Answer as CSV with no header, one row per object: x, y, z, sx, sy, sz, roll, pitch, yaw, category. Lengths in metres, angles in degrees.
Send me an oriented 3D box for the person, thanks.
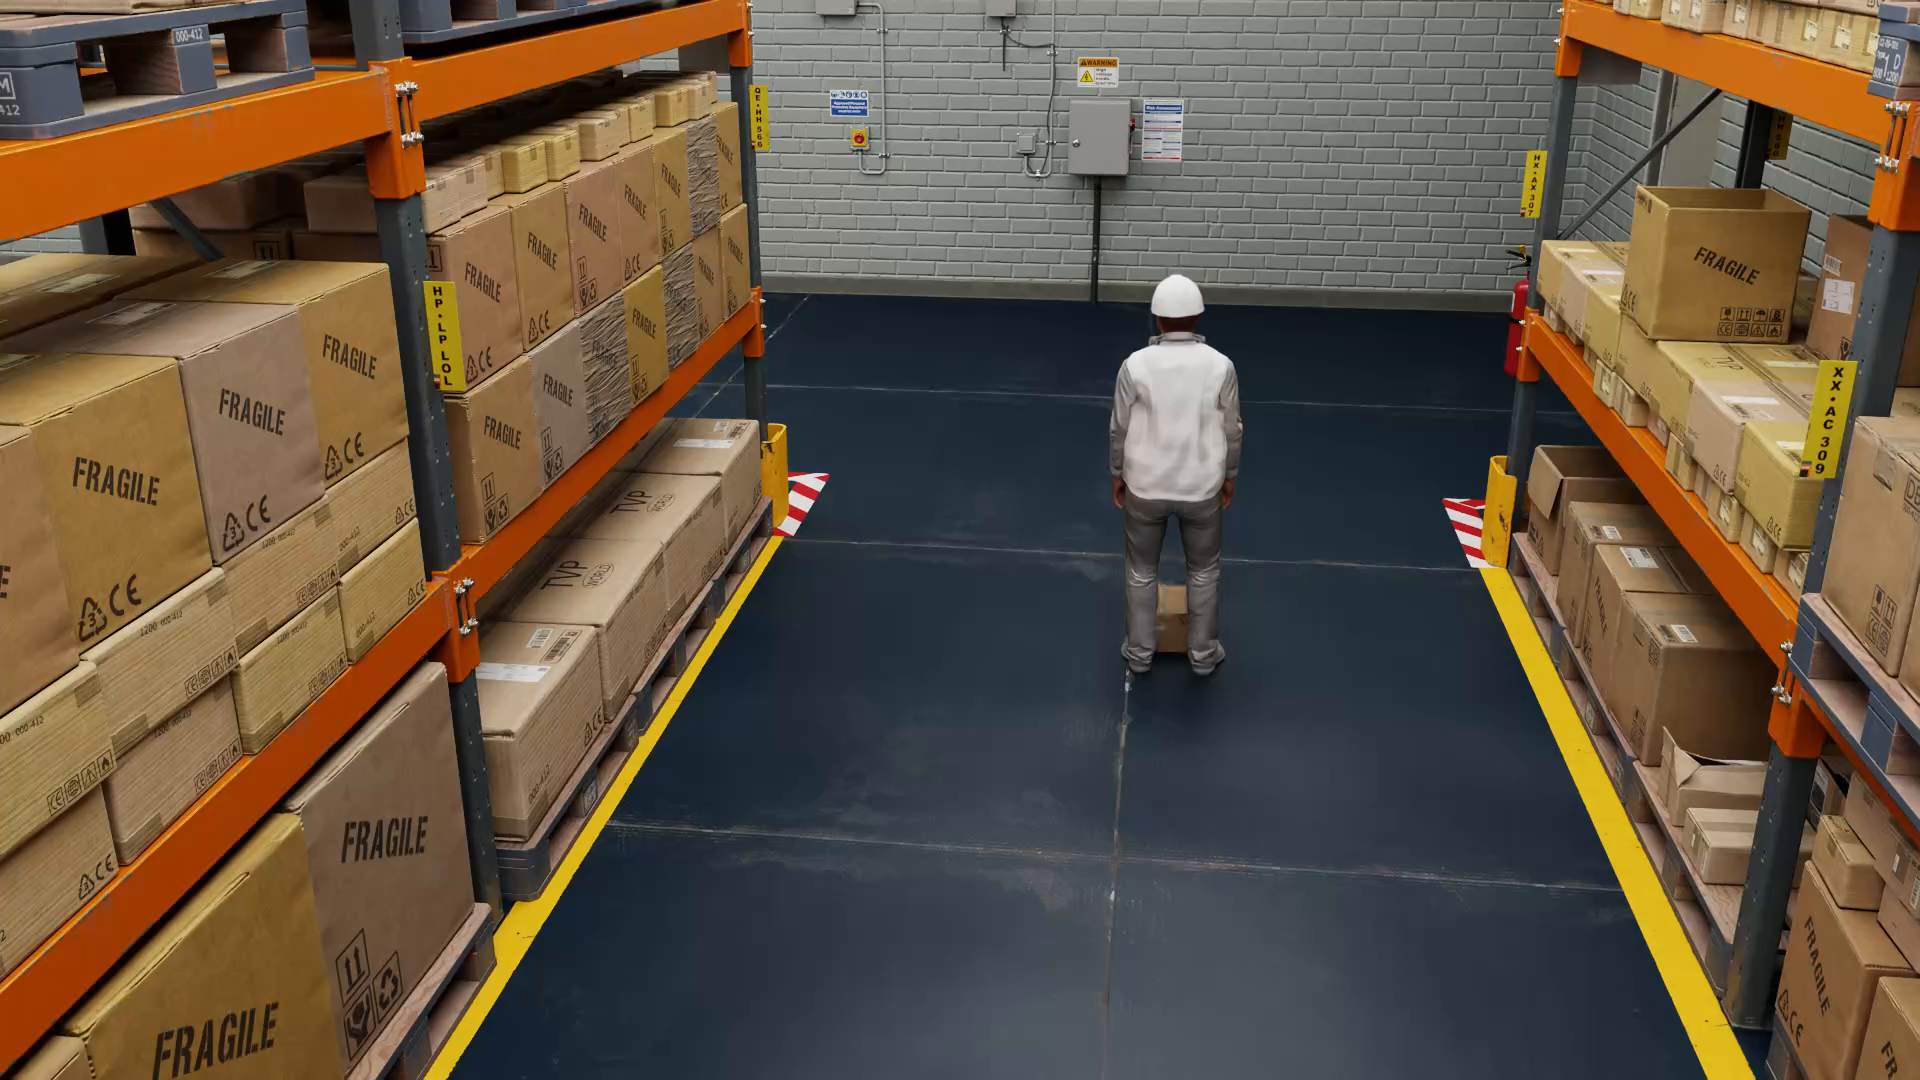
0.925,-0.258,7.217,0.570,1.772,0.456,2,21,5,person
